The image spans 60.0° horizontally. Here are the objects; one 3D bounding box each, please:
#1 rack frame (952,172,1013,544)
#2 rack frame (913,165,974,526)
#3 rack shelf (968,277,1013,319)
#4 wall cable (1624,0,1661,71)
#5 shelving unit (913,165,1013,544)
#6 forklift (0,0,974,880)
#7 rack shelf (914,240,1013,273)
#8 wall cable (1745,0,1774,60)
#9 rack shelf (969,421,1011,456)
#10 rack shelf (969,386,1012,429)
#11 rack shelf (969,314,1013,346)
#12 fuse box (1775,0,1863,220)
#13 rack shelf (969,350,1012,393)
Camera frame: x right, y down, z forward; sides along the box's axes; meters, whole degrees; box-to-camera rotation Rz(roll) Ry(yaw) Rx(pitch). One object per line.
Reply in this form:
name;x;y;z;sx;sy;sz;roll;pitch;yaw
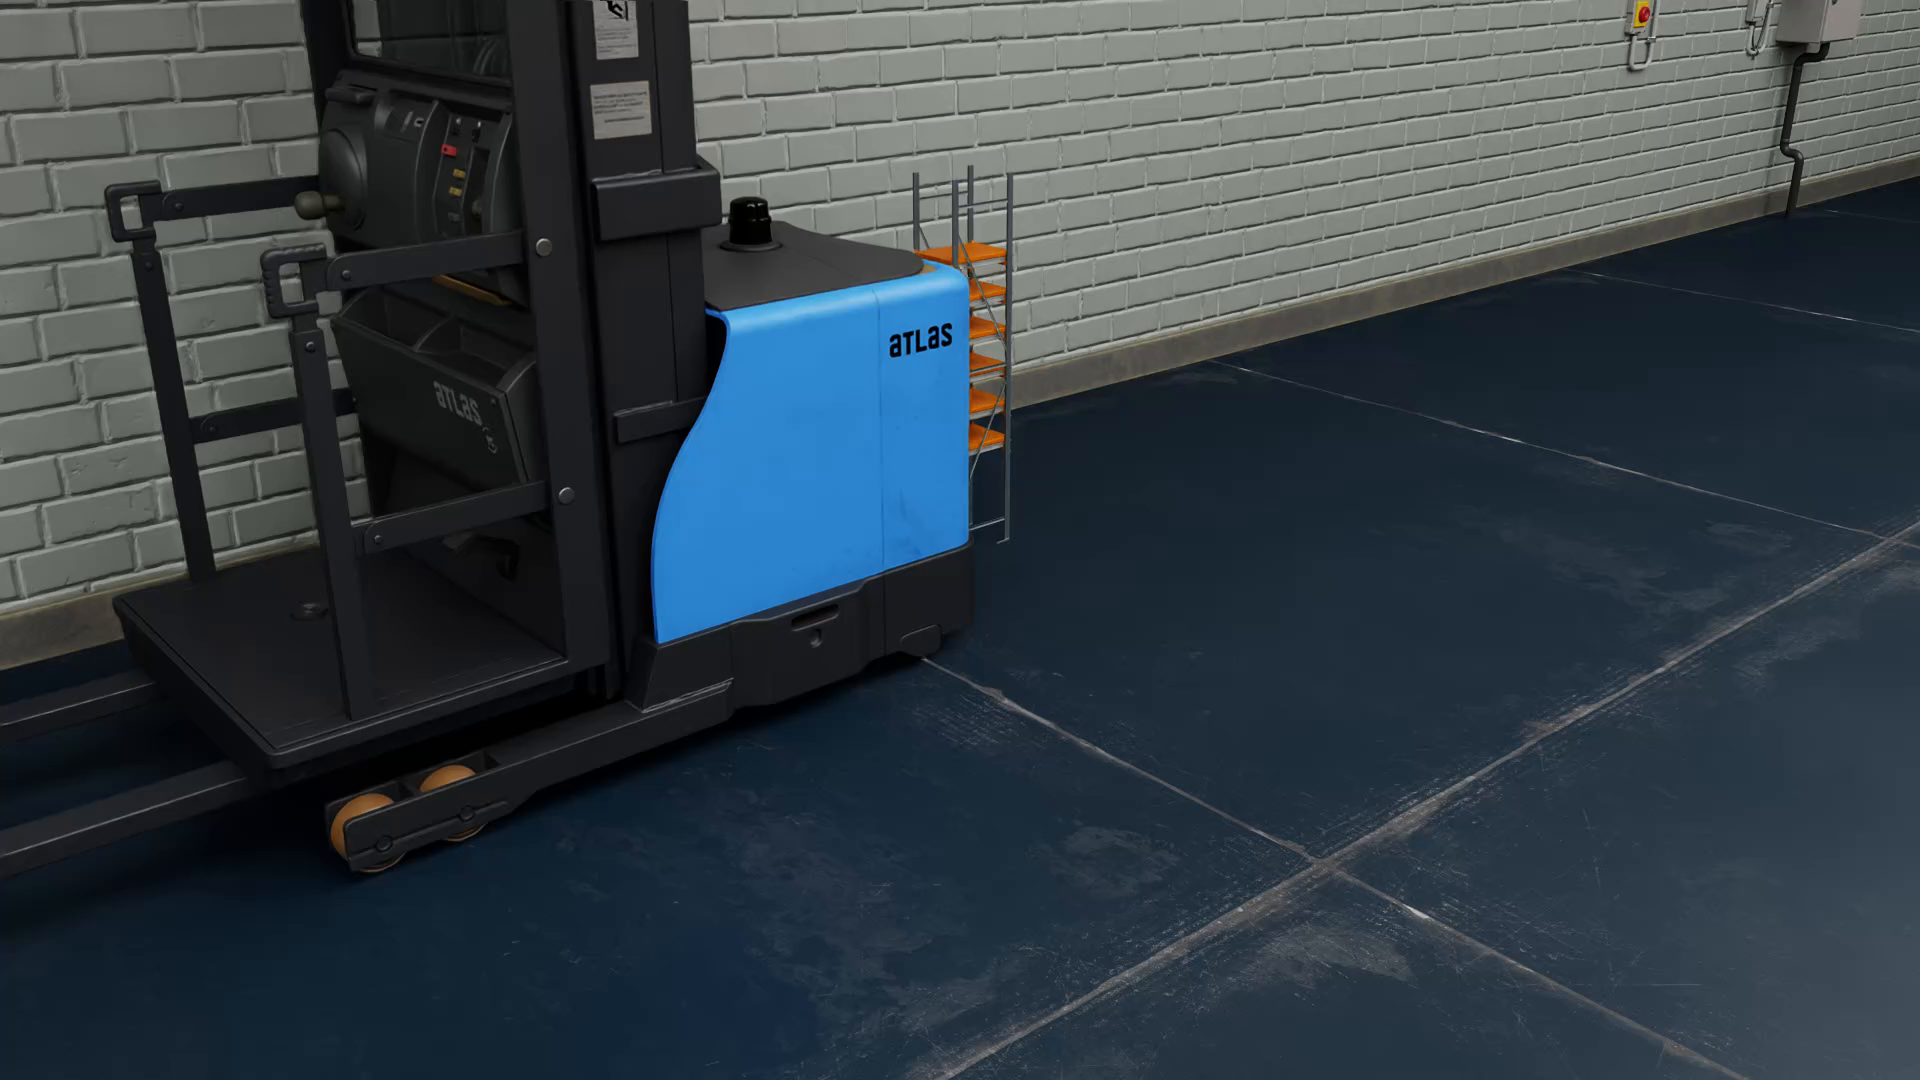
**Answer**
rack frame;0.069;-0.529;5.190;0.240;1.200;0.006;-17;27;-37
rack frame;-0.050;-0.580;5.320;0.240;1.200;0.006;-17;27;-37
rack shelf;0.009;-0.737;5.184;0.258;0.103;0.180;-17;27;-37
wall cable;3.746;-3.513;8.905;0.585;1.953;0.123;-17;27;-37
shelving unit;0.009;-0.555;5.255;0.258;1.200;0.189;-17;27;-37
forklift;-1.401;-0.855;3.648;3.031;2.935;1.130;-18;28;-38
rack shelf;0.009;-0.849;5.140;0.258;0.103;0.180;-17;27;-37
wall cable;4.813;-3.840;9.781;0.588;1.984;0.122;-17;27;-37
rack shelf;0.009;-0.290;5.359;0.258;0.103;0.180;-17;27;-37
rack shelf;0.009;-0.402;5.315;0.258;0.103;0.180;-17;27;-37
rack shelf;0.009;-0.625;5.227;0.258;0.103;0.180;-17;27;-37
fuse box;5.433;-2.886;10.505;0.539;1.711;0.414;-17;27;-37
rack shelf;0.009;-0.513;5.271;0.258;0.103;0.180;-17;27;-37
